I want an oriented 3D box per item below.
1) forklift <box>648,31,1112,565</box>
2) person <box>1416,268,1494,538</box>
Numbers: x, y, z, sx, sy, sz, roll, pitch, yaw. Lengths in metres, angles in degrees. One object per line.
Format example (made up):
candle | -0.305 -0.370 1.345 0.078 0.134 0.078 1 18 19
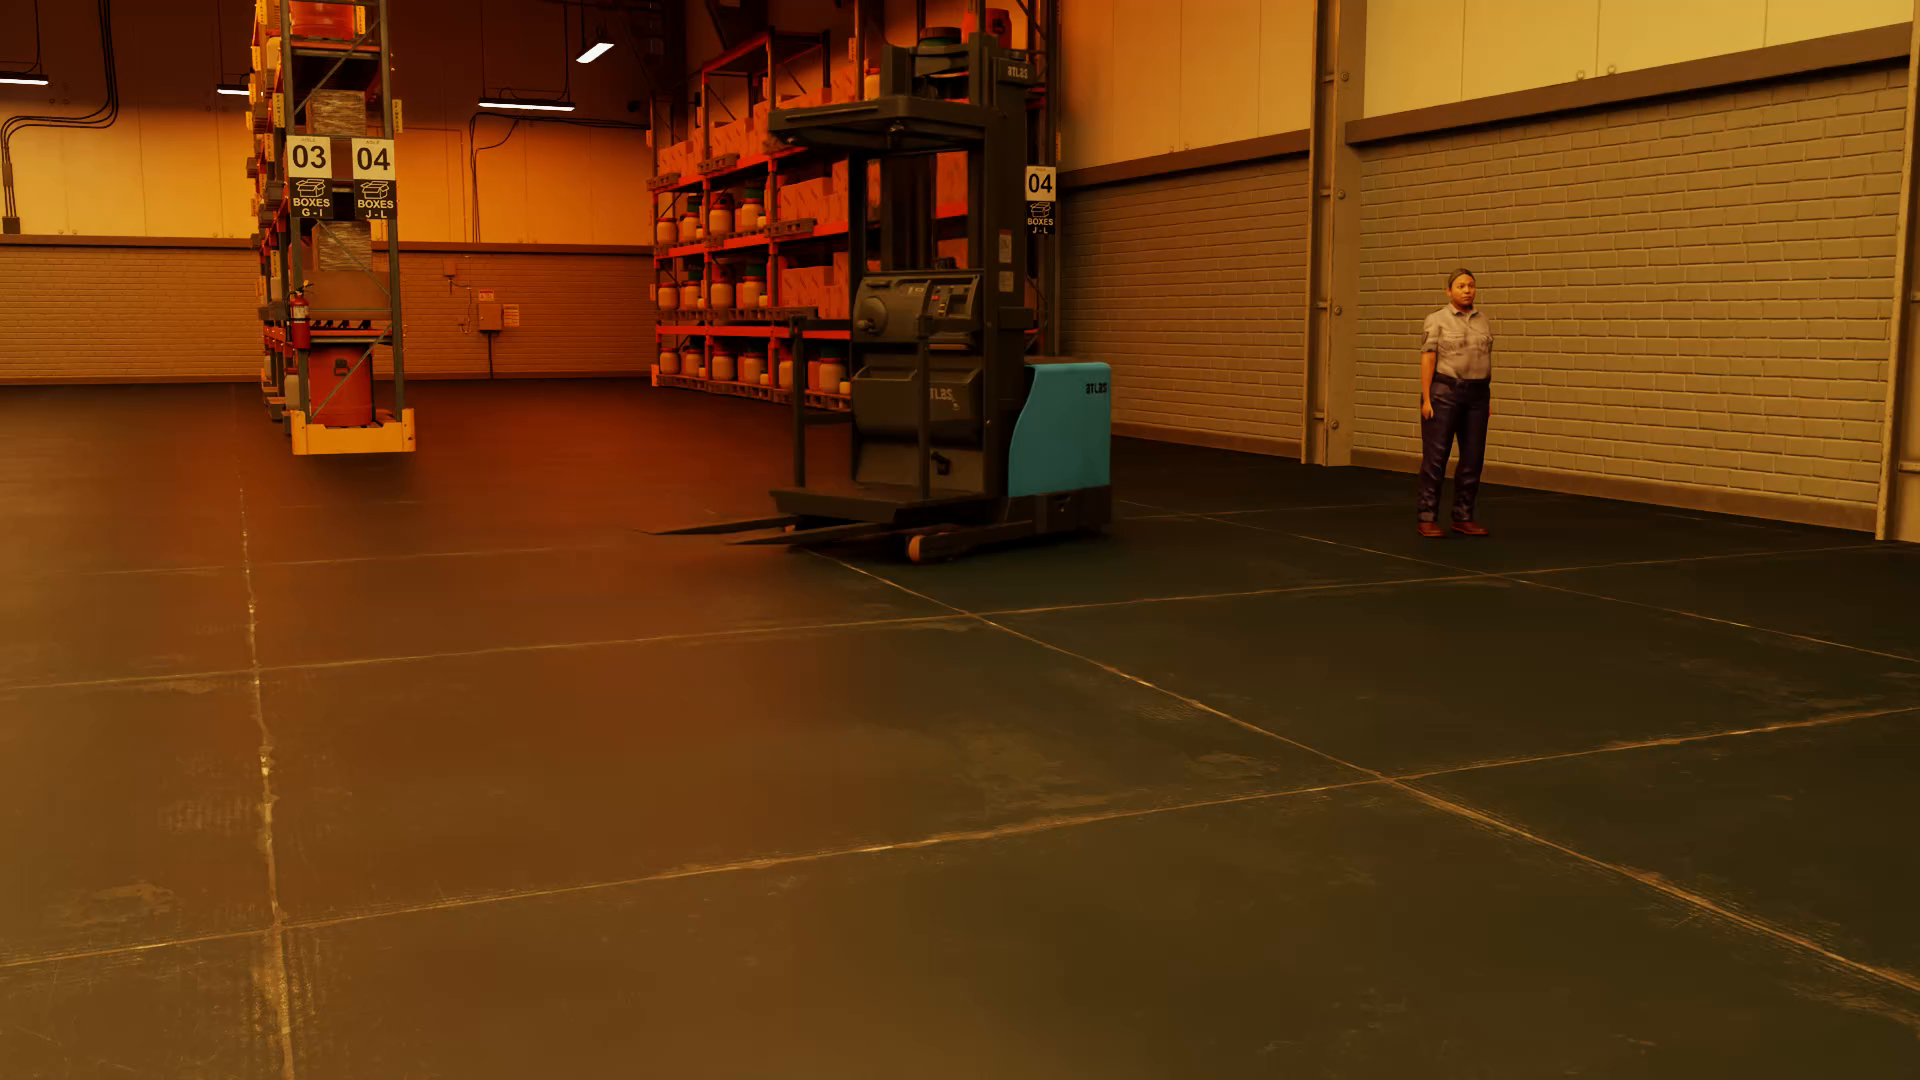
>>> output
forklift | -0.395 -1.391 9.492 1.130 2.935 3.031 7 10 41
person | 3.086 -0.852 10.325 0.479 1.653 0.349 -2 8 -15
